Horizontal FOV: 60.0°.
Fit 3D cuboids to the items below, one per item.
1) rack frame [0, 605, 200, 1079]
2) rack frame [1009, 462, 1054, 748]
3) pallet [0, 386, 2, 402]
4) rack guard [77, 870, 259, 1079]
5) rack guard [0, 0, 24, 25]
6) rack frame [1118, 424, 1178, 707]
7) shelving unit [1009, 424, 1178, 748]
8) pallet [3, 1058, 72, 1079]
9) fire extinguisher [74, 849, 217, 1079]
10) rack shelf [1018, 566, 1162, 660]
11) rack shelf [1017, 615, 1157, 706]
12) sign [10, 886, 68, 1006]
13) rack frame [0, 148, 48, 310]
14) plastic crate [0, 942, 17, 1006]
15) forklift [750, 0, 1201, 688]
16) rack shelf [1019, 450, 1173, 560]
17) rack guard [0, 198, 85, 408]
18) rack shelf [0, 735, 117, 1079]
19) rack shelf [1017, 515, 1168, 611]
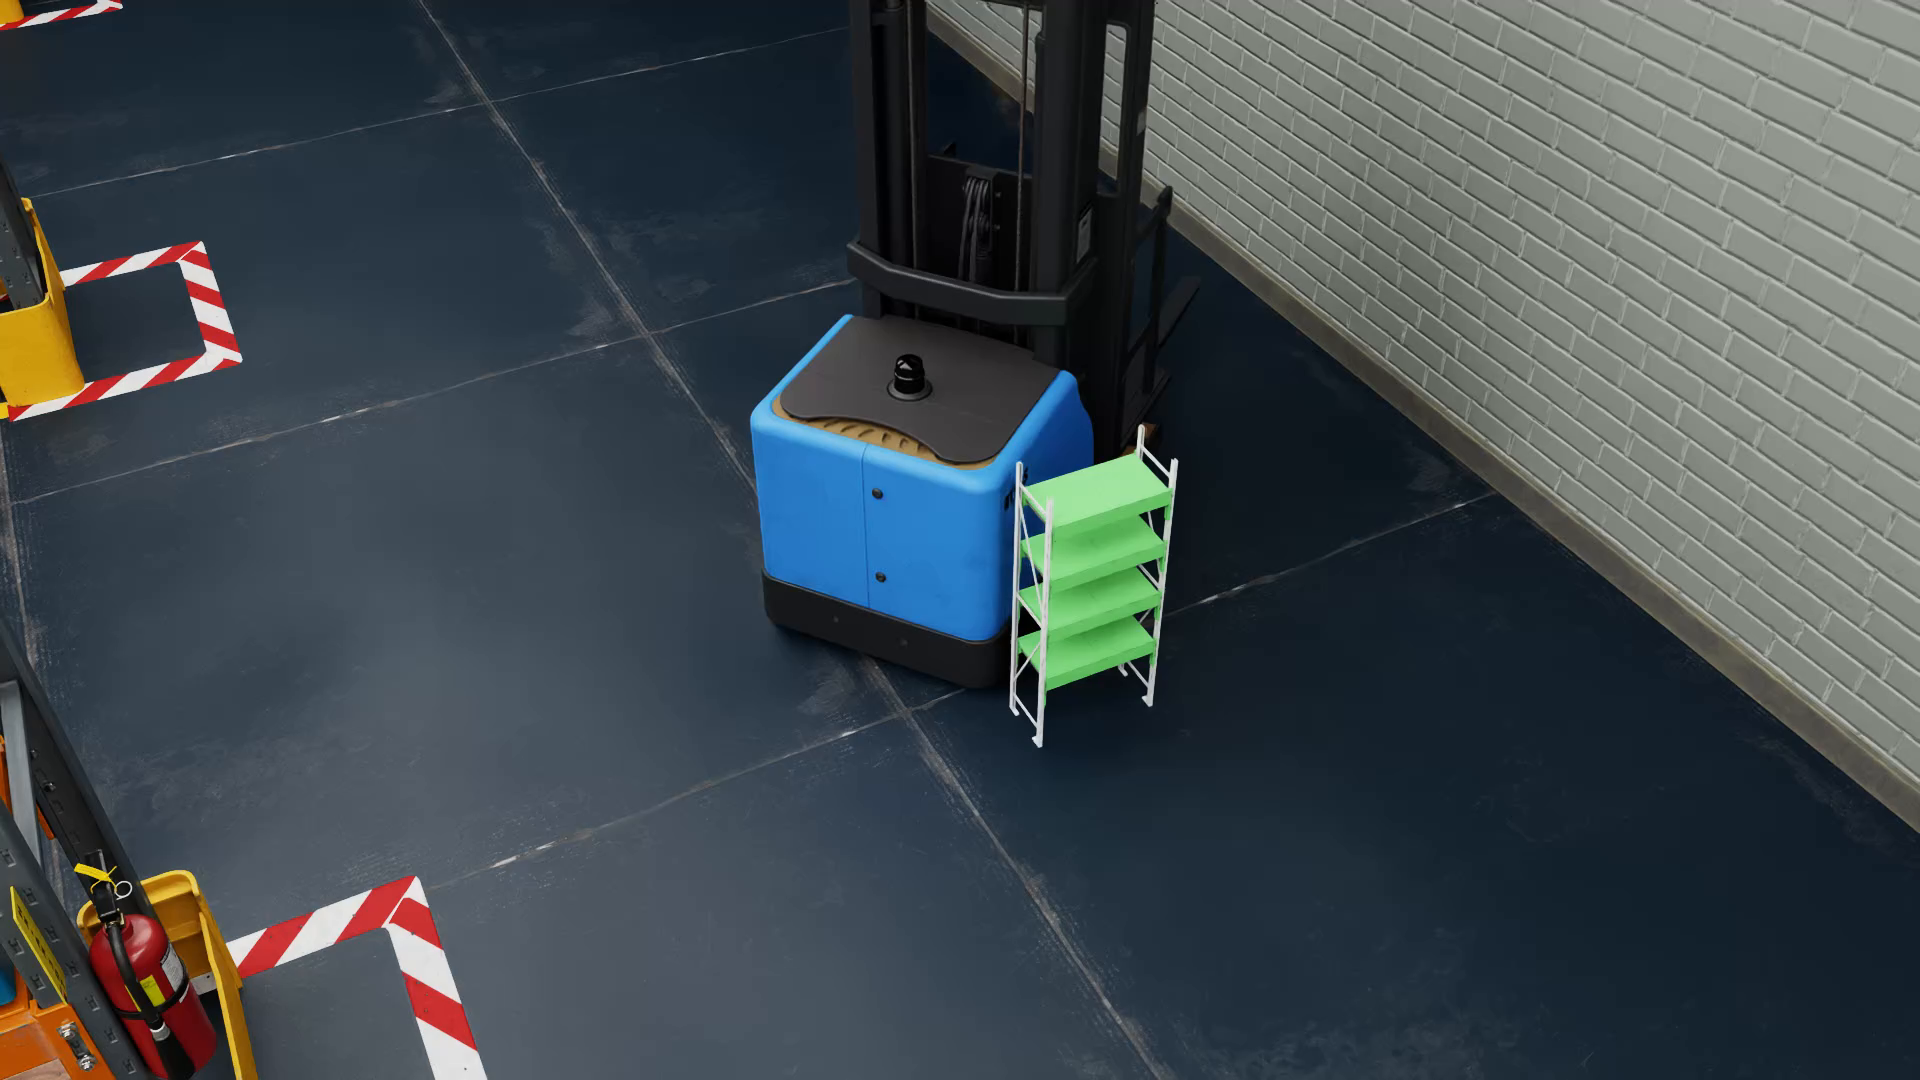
[{"bbox_3d":[-2.330,0.664,4.144,0.127,3.000,1.000,-19,44,-21],"label":"rack frame"},{"bbox_3d":[0.253,0.260,6.014,0.015,1.200,0.240,-18,43,-20],"label":"rack frame"},{"bbox_3d":[-5.388,-0.850,8.091,1.213,0.211,1.003,-19,44,-21],"label":"pallet"},{"bbox_3d":[-2.314,1.603,4.969,0.348,0.500,1.175,-19,44,-21],"label":"rack guard"},{"bbox_3d":[-6.885,-4.066,11.667,0.348,0.500,1.175,-19,44,-21],"label":"rack guard"},{"bbox_3d":[0.690,0.121,6.179,0.015,1.200,0.240,-18,43,-20],"label":"rack frame"},{"bbox_3d":[0.472,0.190,6.096,0.503,1.200,0.258,-18,43,-20],"label":"shelving unit"},{"bbox_3d":[-3.079,1.952,4.781,1.213,0.211,1.003,-19,44,-21],"label":"pallet"},{"bbox_3d":[-1.986,1.051,4.035,0.183,0.674,0.296,-19,44,-21],"label":"fire extinguisher"},{"bbox_3d":[0.472,0.239,6.138,0.480,0.148,0.258,-18,43,-20],"label":"rack shelf"},{"bbox_3d":[0.472,0.422,6.293,0.480,0.148,0.258,-18,43,-20],"label":"rack shelf"},{"bbox_3d":[-2.061,0.912,3.725,0.005,0.325,0.100,-19,44,-21],"label":"sign"},{"bbox_3d":[-4.614,-2.176,7.499,0.127,3.000,1.000,-19,44,-21],"label":"rack frame"},{"bbox_3d":[-2.540,0.834,3.869,0.499,0.435,0.616,-19,44,-21],"label":"plastic crate"},{"bbox_3d":[0.285,-1.494,6.746,1.130,2.935,3.031,17,43,19],"label":"forklift"},{"bbox_3d":[0.472,-0.127,5.827,0.480,0.148,0.258,-18,43,-20],"label":"rack shelf"},{"bbox_3d":[-4.682,-1.199,8.279,0.348,0.500,1.175,-19,44,-21],"label":"rack guard"},{"bbox_3d":[-4.103,1.535,3.671,4.000,0.370,1.077,-19,44,-21],"label":"rack shelf"},{"bbox_3d":[0.472,0.056,5.983,0.480,0.148,0.258,-18,43,-20],"label":"rack shelf"}]
